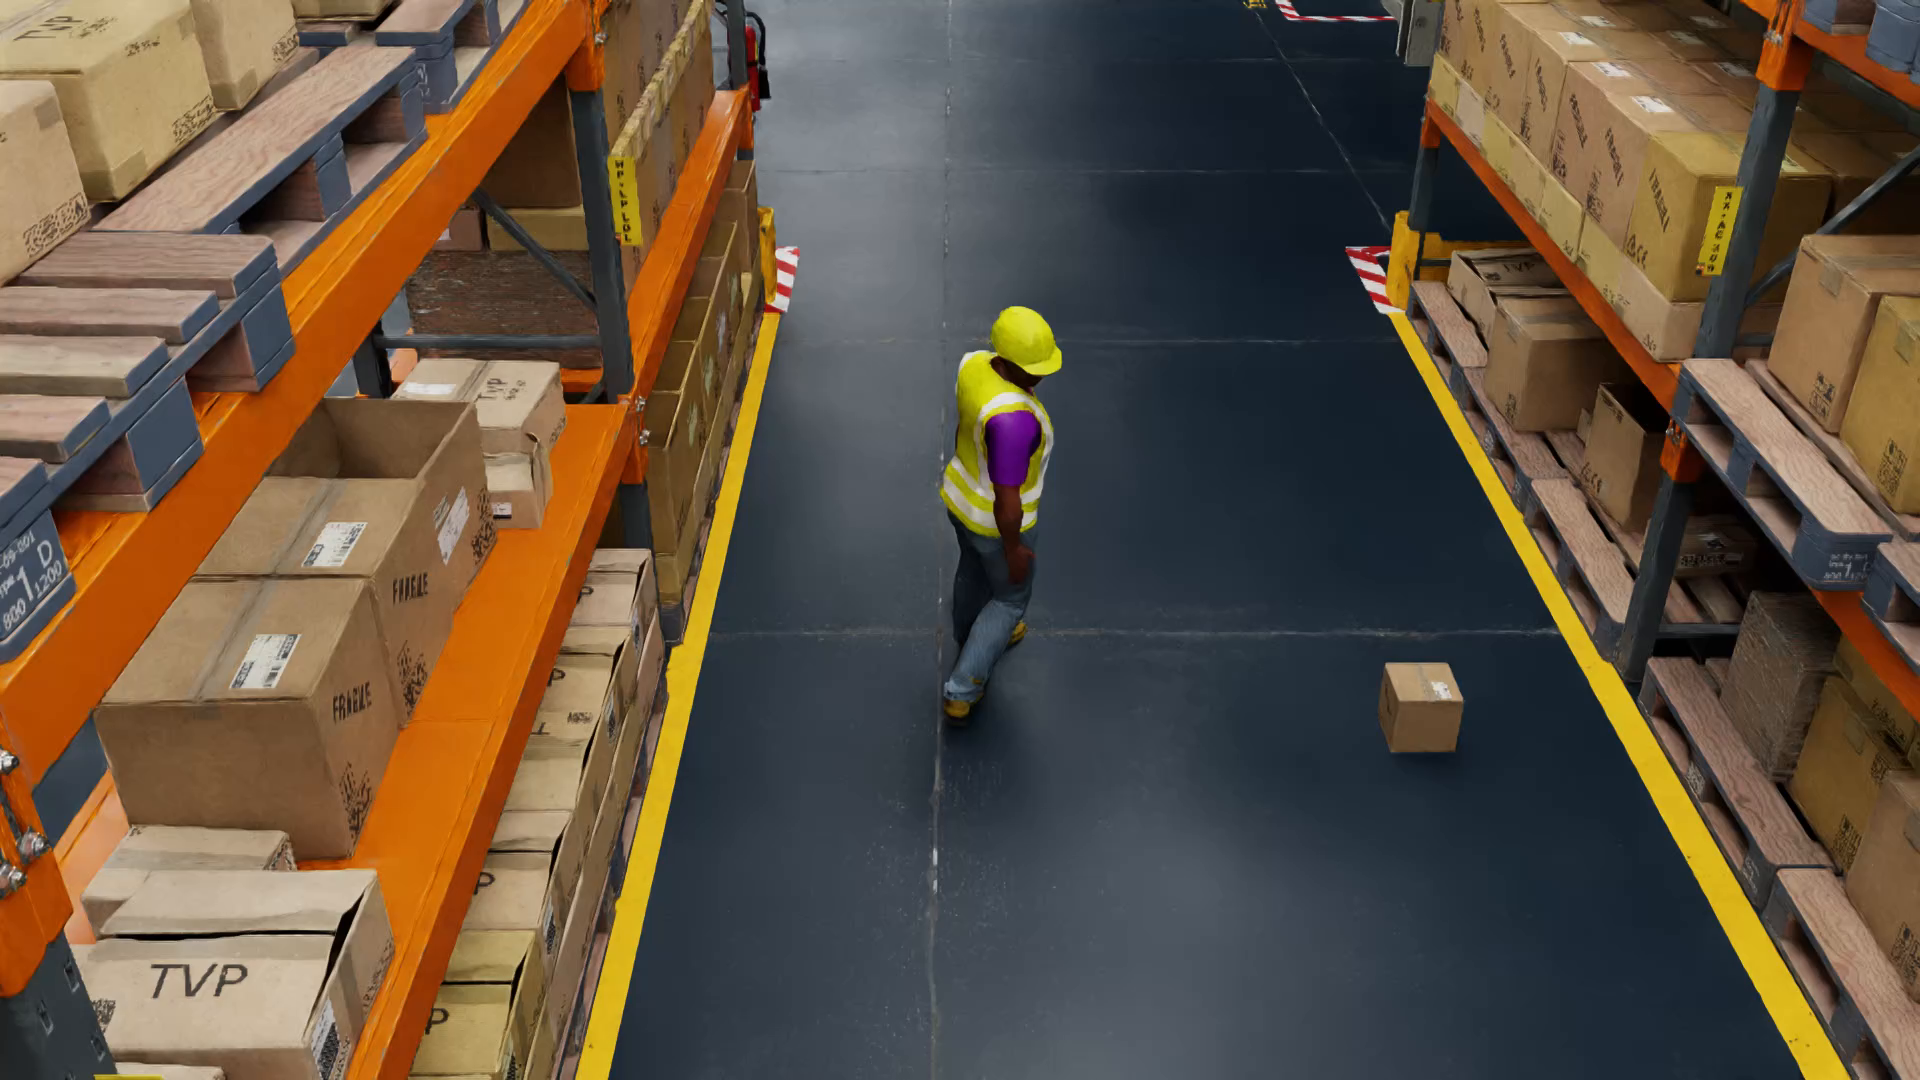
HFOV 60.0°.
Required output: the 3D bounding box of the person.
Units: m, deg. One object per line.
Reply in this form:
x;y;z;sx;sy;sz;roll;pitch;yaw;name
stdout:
0.123;-0.147;6.370;0.623;1.723;0.687;-16;35;-25;person
